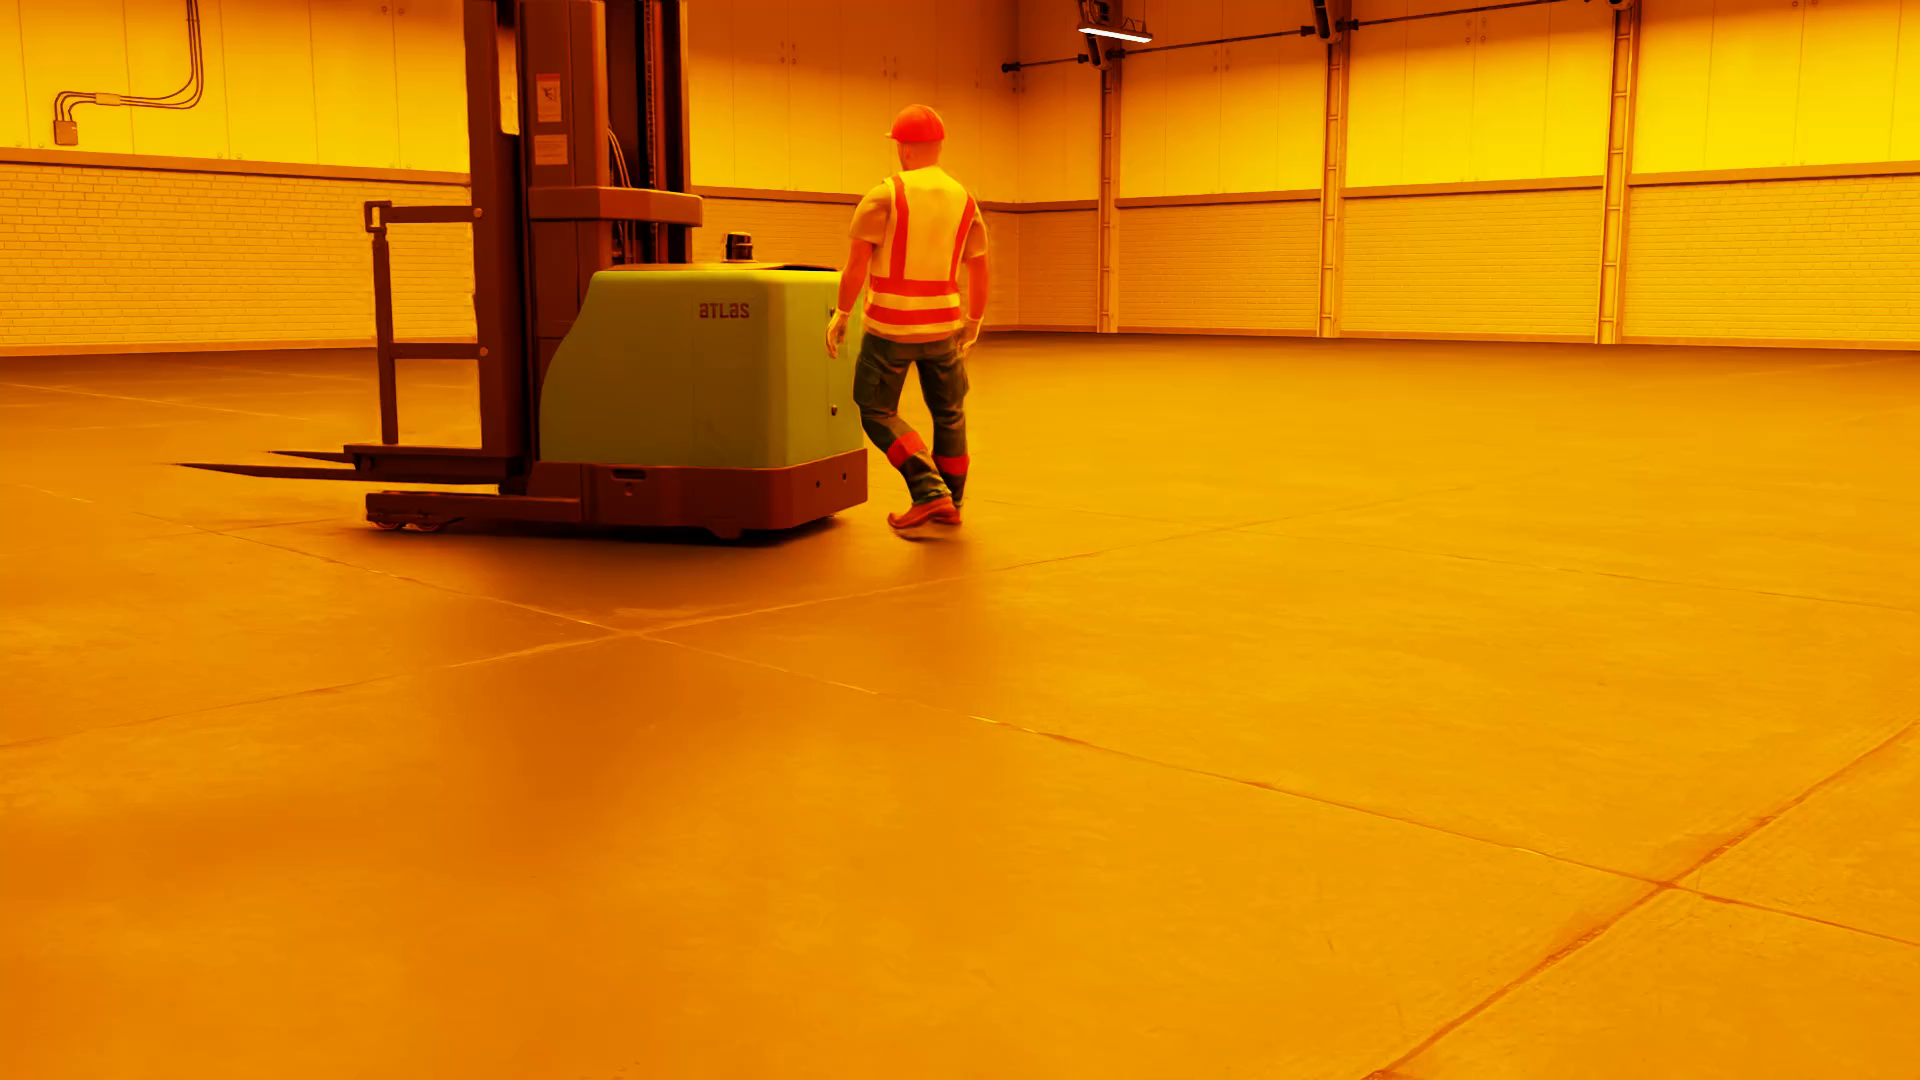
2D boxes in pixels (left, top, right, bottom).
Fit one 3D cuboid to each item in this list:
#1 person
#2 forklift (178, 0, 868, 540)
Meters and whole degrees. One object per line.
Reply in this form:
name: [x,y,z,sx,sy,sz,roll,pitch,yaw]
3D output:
person: [-0.254,-0.898,6.894,0.721,1.734,0.702,-4,10,-27]
forklift: [-1.984,-1.553,7.186,3.031,2.935,1.130,3,9,17]
